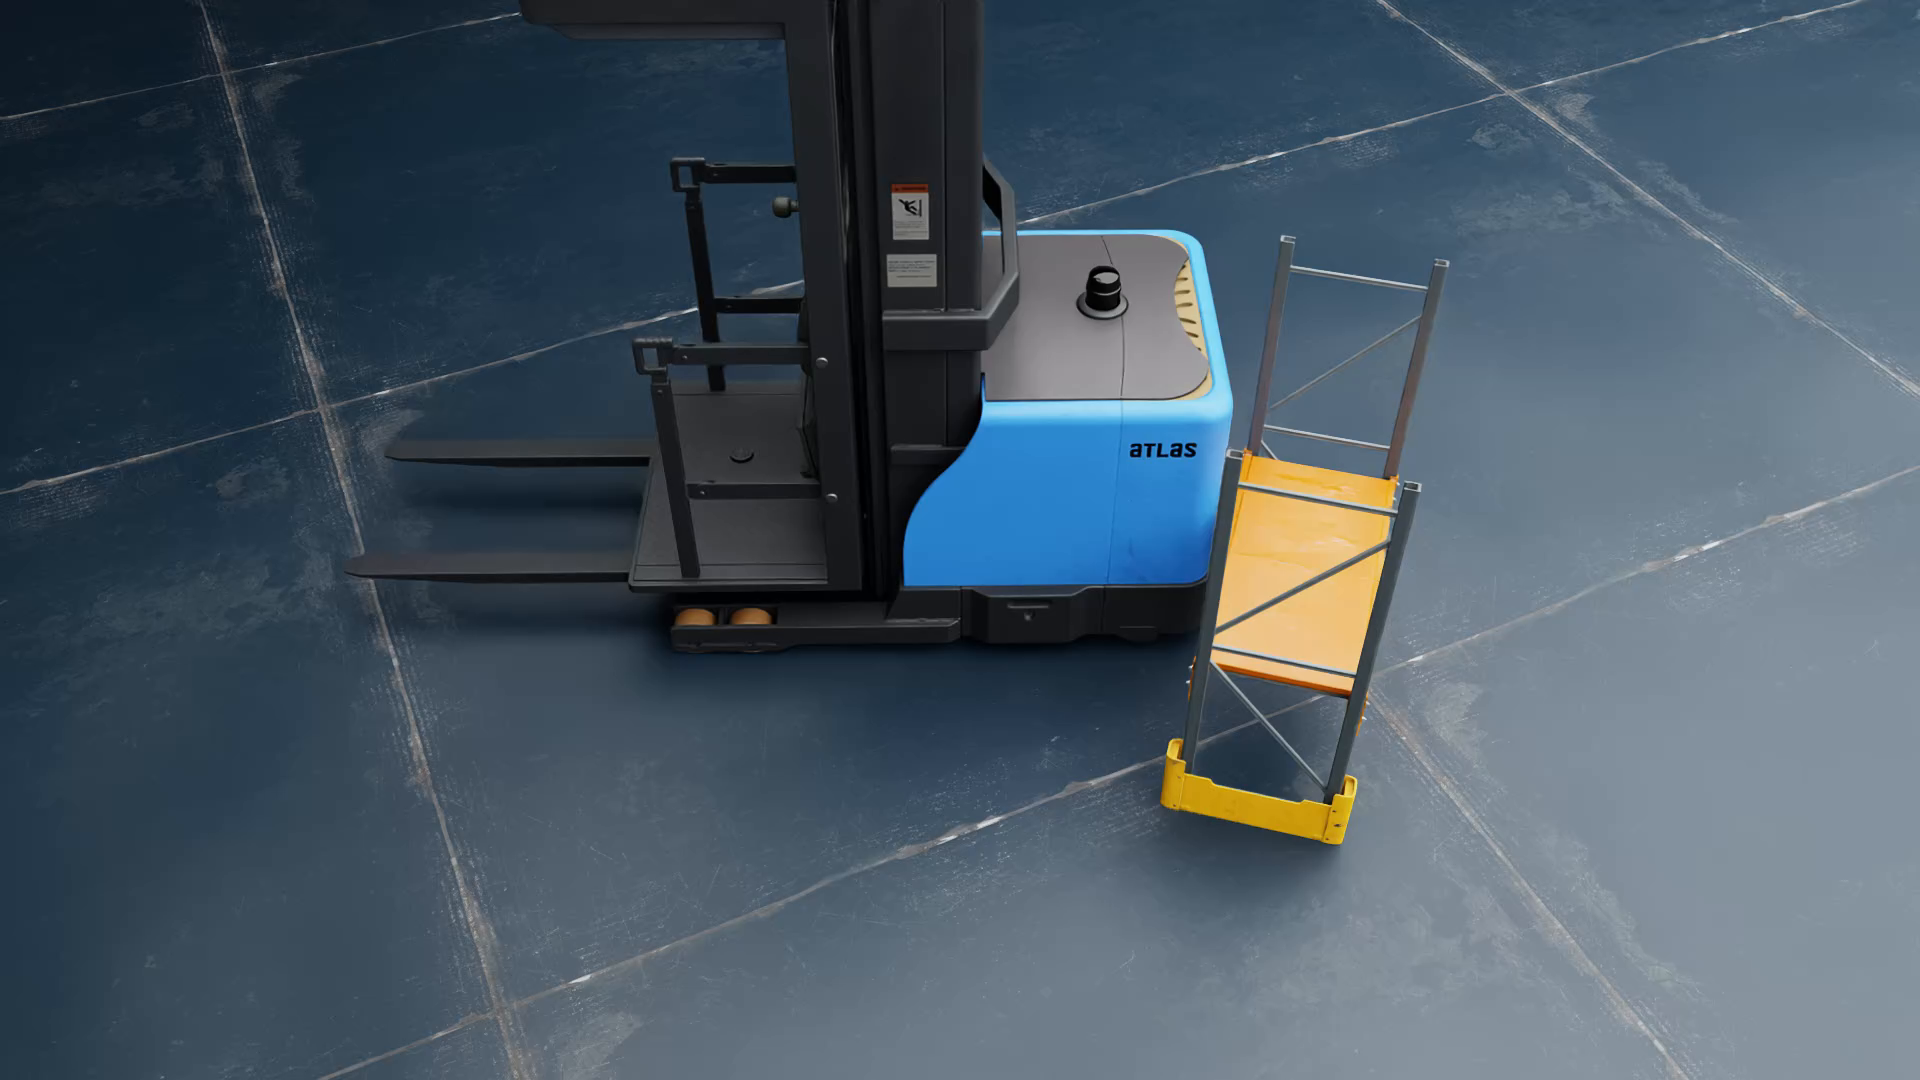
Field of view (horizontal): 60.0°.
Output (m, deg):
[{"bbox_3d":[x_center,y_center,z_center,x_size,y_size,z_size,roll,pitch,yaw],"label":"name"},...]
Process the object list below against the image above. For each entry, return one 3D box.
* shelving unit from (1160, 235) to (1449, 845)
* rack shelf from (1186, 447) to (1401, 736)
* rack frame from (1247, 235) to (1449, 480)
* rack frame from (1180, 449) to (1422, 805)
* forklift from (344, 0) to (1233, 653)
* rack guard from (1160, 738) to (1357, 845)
[{"bbox_3d":[1.074,0.015,5.167,0.587,1.500,1.083,11,46,11],"label":"shelving unit"},{"bbox_3d":[1.076,0.137,5.299,0.538,0.185,1.000,11,46,11],"label":"rack shelf"},{"bbox_3d":[1.214,-0.335,5.521,0.500,1.500,0.032,11,46,11],"label":"rack frame"},{"bbox_3d":[0.938,0.353,4.825,0.500,1.500,0.032,11,46,11],"label":"rack frame"},{"bbox_3d":[-0.649,-1.020,5.197,3.031,2.935,1.130,0,45,0],"label":"forklift"},{"bbox_3d":[0.939,0.797,5.265,0.587,0.250,0.087,11,46,11],"label":"rack guard"}]
